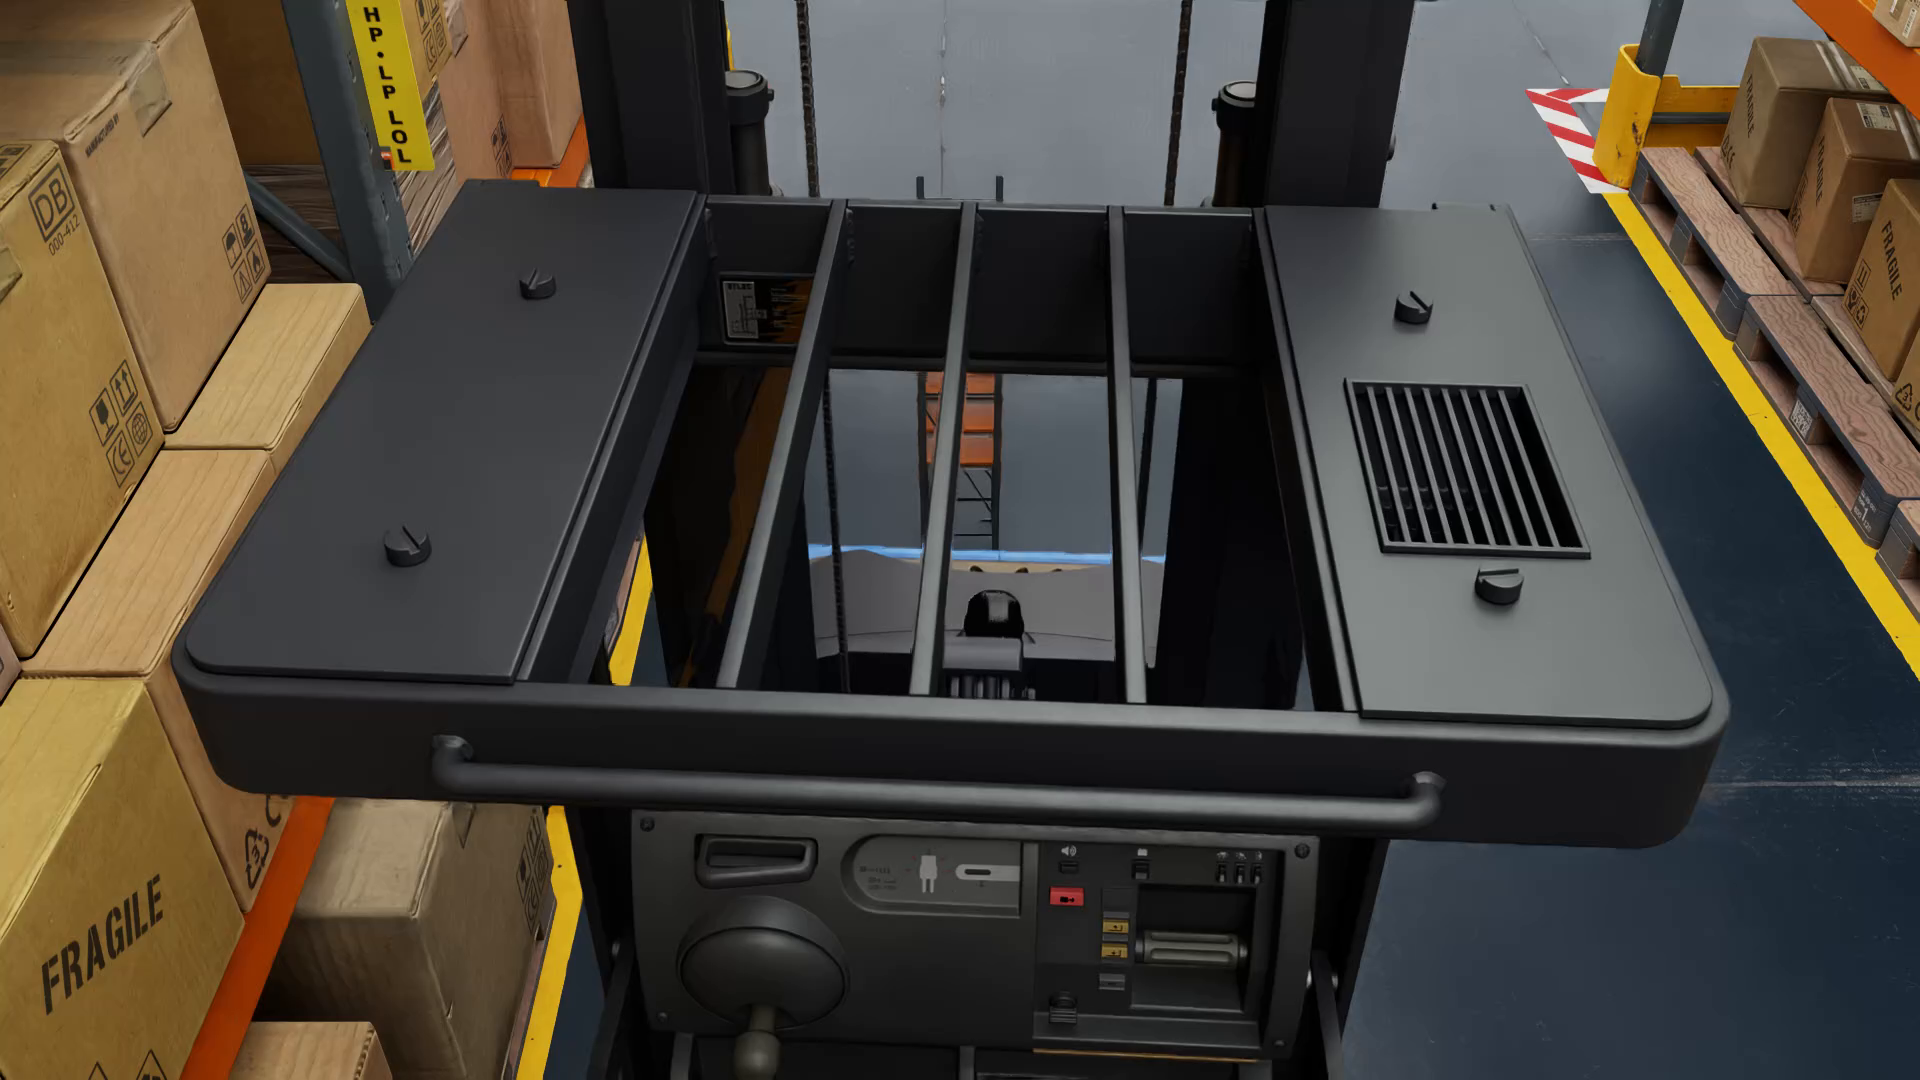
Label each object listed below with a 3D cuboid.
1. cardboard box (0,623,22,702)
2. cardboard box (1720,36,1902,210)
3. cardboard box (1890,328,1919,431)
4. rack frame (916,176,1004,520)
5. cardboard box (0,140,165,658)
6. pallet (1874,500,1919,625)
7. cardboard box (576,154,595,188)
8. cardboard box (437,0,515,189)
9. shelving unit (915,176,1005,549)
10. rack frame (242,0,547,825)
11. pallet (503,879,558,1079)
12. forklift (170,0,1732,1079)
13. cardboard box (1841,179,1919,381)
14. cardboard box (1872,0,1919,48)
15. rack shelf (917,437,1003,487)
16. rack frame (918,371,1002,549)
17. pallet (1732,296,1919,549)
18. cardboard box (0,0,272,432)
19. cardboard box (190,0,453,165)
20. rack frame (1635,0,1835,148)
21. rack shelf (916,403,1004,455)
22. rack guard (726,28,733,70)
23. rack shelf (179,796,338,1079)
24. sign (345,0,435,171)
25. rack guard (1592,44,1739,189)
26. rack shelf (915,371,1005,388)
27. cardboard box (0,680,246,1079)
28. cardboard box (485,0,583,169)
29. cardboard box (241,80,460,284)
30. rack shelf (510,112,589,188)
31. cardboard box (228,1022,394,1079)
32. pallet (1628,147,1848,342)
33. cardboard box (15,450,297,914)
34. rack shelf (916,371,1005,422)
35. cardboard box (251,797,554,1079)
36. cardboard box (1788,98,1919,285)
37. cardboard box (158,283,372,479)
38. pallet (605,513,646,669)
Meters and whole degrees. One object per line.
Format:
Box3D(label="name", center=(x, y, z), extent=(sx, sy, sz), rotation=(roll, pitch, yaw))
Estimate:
Box3D(label="cardboard box", center=(-1.566, 0.127, 1.814), extent=(0.700, 0.500, 0.500), rotation=(0, 39, 0))
Box3D(label="cardboard box", center=(3.364, -1.632, 6.551), extent=(0.500, 0.500, 0.500), rotation=(7, 39, 8))
Box3D(label="cardboard box", center=(3.337, -0.518, 5.160), extent=(0.500, 0.500, 0.500), rotation=(-3, 39, -4))
Box3D(label="rack frame", center=(0.000, -0.534, 4.957), extent=(0.240, 1.200, 0.006), rotation=(0, 39, 0))
Box3D(label="cardboard box", center=(-1.566, -0.189, 2.208), extent=(0.700, 0.500, 0.500), rotation=(-1, 39, -1))
Box3D(label="pallet", center=(3.349, 0.336, 4.662), extent=(1.003, 0.211, 1.213), rotation=(0, 39, 0))
Box3D(label="cardboard box", center=(-1.511, -0.684, 5.068), extent=(0.875, 0.875, 0.875), rotation=(0, 39, 0))
Box3D(label="cardboard box", center=(-1.611, -1.025, 4.011), extent=(0.875, 0.550, 0.550), rotation=(0, 39, 0))
Box3D(label="shelving unit", center=(0.000, -0.477, 4.886), extent=(0.258, 1.200, 0.189), rotation=(0, 39, 0))
Box3D(label="rack frame", center=(-1.575, -0.392, 3.341), extent=(1.000, 3.000, 0.127), rotation=(0, 39, 0))
Box3D(label="pallet", center=(-1.499, 1.178, 3.611), extent=(1.003, 0.211, 1.213), rotation=(0, 39, 0))
Box3D(label="forklift", center=(0.006, 0.630, 2.120), extent=(1.130, 2.935, 3.031), rotation=(2, 39, 2))
Box3D(label="cardboard box", center=(3.381, -0.867, 5.596), extent=(0.500, 0.500, 0.500), rotation=(3, 39, 4))
Box3D(label="cardboard box", center=(3.047, -1.619, 5.073), extent=(0.380, 0.149, 0.250), rotation=(0, 39, 0))
Box3D(label="rack shelf", center=(0.000, -0.255, 5.064), extent=(0.258, 0.103, 0.180), rotation=(0, 39, 0))
Box3D(label="rack frame", center=(0.000, -0.420, 4.815), extent=(0.240, 1.200, 0.006), rotation=(0, 39, 0))
Box3D(label="pallet", center=(3.344, -0.429, 5.617), extent=(1.003, 0.211, 1.213), rotation=(0, 39, 0))
Box3D(label="cardboard box", center=(-1.569, -0.511, 2.609), extent=(0.700, 0.500, 0.500), rotation=(-1, 39, -1))
Box3D(label="cardboard box", center=(-1.541, -1.103, 3.244), extent=(0.875, 0.550, 0.550), rotation=(0, 39, 0))
Box3D(label="rack frame", center=(3.380, -2.834, 6.388), extent=(1.000, 3.000, 0.127), rotation=(0, 39, 0))
Box3D(label="rack shelf", center=(0.000, -0.349, 4.989), extent=(0.258, 0.103, 0.180), rotation=(0, 39, 0))
Box3D(label="rack guard", center=(-1.580, -1.933, 7.263), extent=(1.175, 0.500, 0.348), rotation=(0, 39, 0))
Box3D(label="rack shelf", center=(-1.573, 1.139, 2.005), extent=(1.077, 0.370, 4.000), rotation=(0, 39, 0))
Box3D(label="sign", center=(-1.033, -0.820, 3.012), extent=(0.100, 0.325, 0.005), rotation=(0, 39, 0))
Box3D(label="rack guard", center=(3.380, -1.811, 7.110), extent=(1.175, 0.500, 0.348), rotation=(0, 39, 0))
Box3D(label="rack shelf", center=(0.000, -0.536, 4.839), extent=(0.258, 0.103, 0.180), rotation=(0, 39, 0))
Box3D(label="cardboard box", center=(-1.306, 0.527, 2.114), extent=(0.500, 0.500, 0.500), rotation=(0, 39, 0))
Box3D(label="cardboard box", center=(-1.494, -1.363, 4.432), extent=(0.875, 0.550, 0.550), rotation=(0, 39, 0))
Box3D(label="cardboard box", center=(-1.588, -0.681, 3.582), extent=(0.875, 0.550, 0.550), rotation=(0, 39, 0))
Box3D(label="rack shelf", center=(-1.578, -1.362, 5.126), extent=(1.077, 0.370, 4.000), rotation=(0, 39, 0))
Box3D(label="cardboard box", center=(-1.487, 1.313, 2.676), extent=(1.050, 0.750, 0.750), rotation=(0, 39, 0))
Box3D(label="pallet", center=(3.346, -1.190, 6.566), extent=(1.003, 0.211, 1.213), rotation=(0, 39, 0))
Box3D(label="cardboard box", center=(-1.307, 0.211, 2.508), extent=(0.500, 0.500, 0.500), rotation=(0, 39, -1))
Box3D(label="rack shelf", center=(0.000, -0.443, 4.914), extent=(0.258, 0.103, 0.180), rotation=(0, 39, 0))
Box3D(label="cardboard box", center=(-1.485, 0.710, 3.429), extent=(1.050, 0.750, 0.750), rotation=(0, 39, 0))
Box3D(label="cardboard box", center=(3.399, -1.258, 6.084), extent=(0.500, 0.500, 0.500), rotation=(10, 40, 12))
Box3D(label="cardboard box", center=(-1.307, -0.105, 2.903), extent=(0.500, 0.500, 0.500), rotation=(0, 39, 0))
Box3D(label="pallet", center=(-1.498, 0.220, 4.806), extent=(1.003, 0.211, 1.213), rotation=(0, 39, 0))
